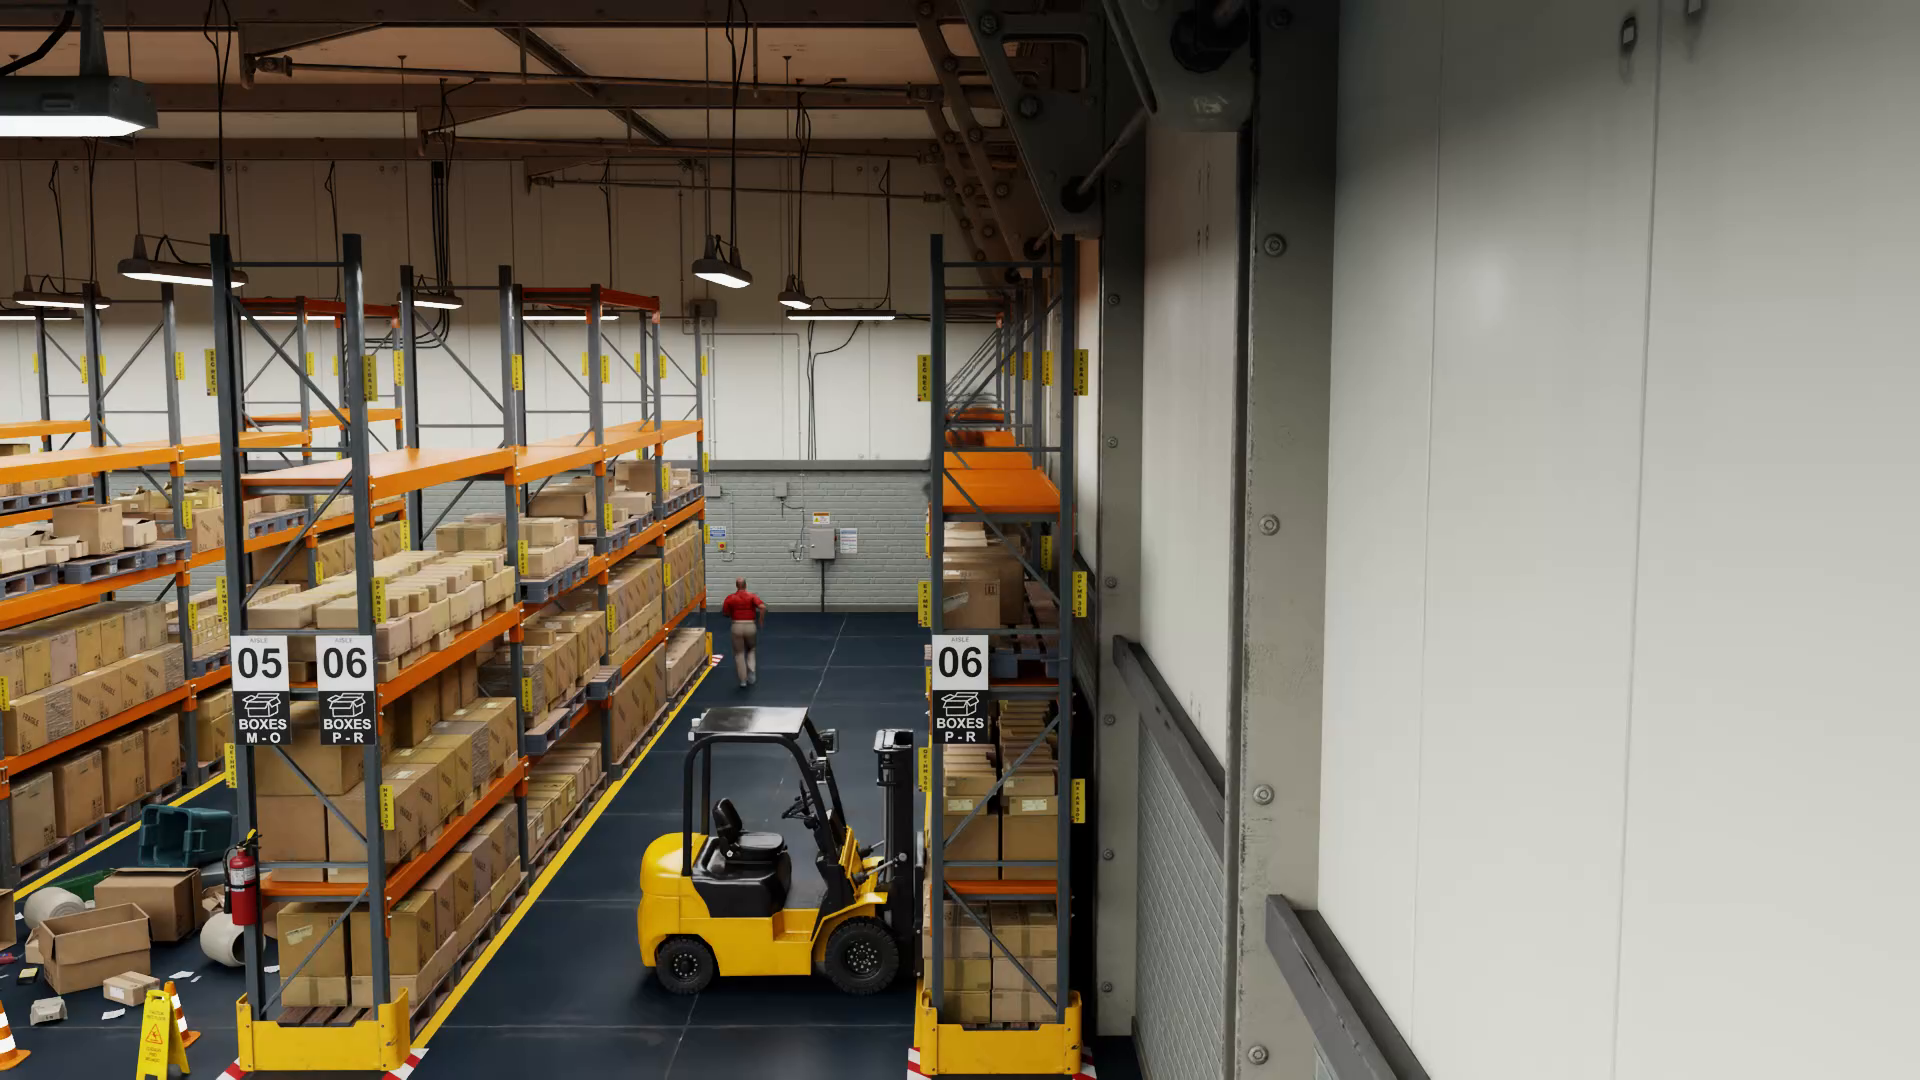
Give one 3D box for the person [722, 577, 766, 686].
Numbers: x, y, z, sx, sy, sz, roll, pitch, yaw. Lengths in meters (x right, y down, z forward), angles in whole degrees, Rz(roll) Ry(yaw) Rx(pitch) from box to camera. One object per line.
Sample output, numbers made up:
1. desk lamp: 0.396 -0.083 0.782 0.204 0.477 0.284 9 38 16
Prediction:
1. person: -3.403 1.432 26.151 0.652 1.717 0.653 -1 6 -12
